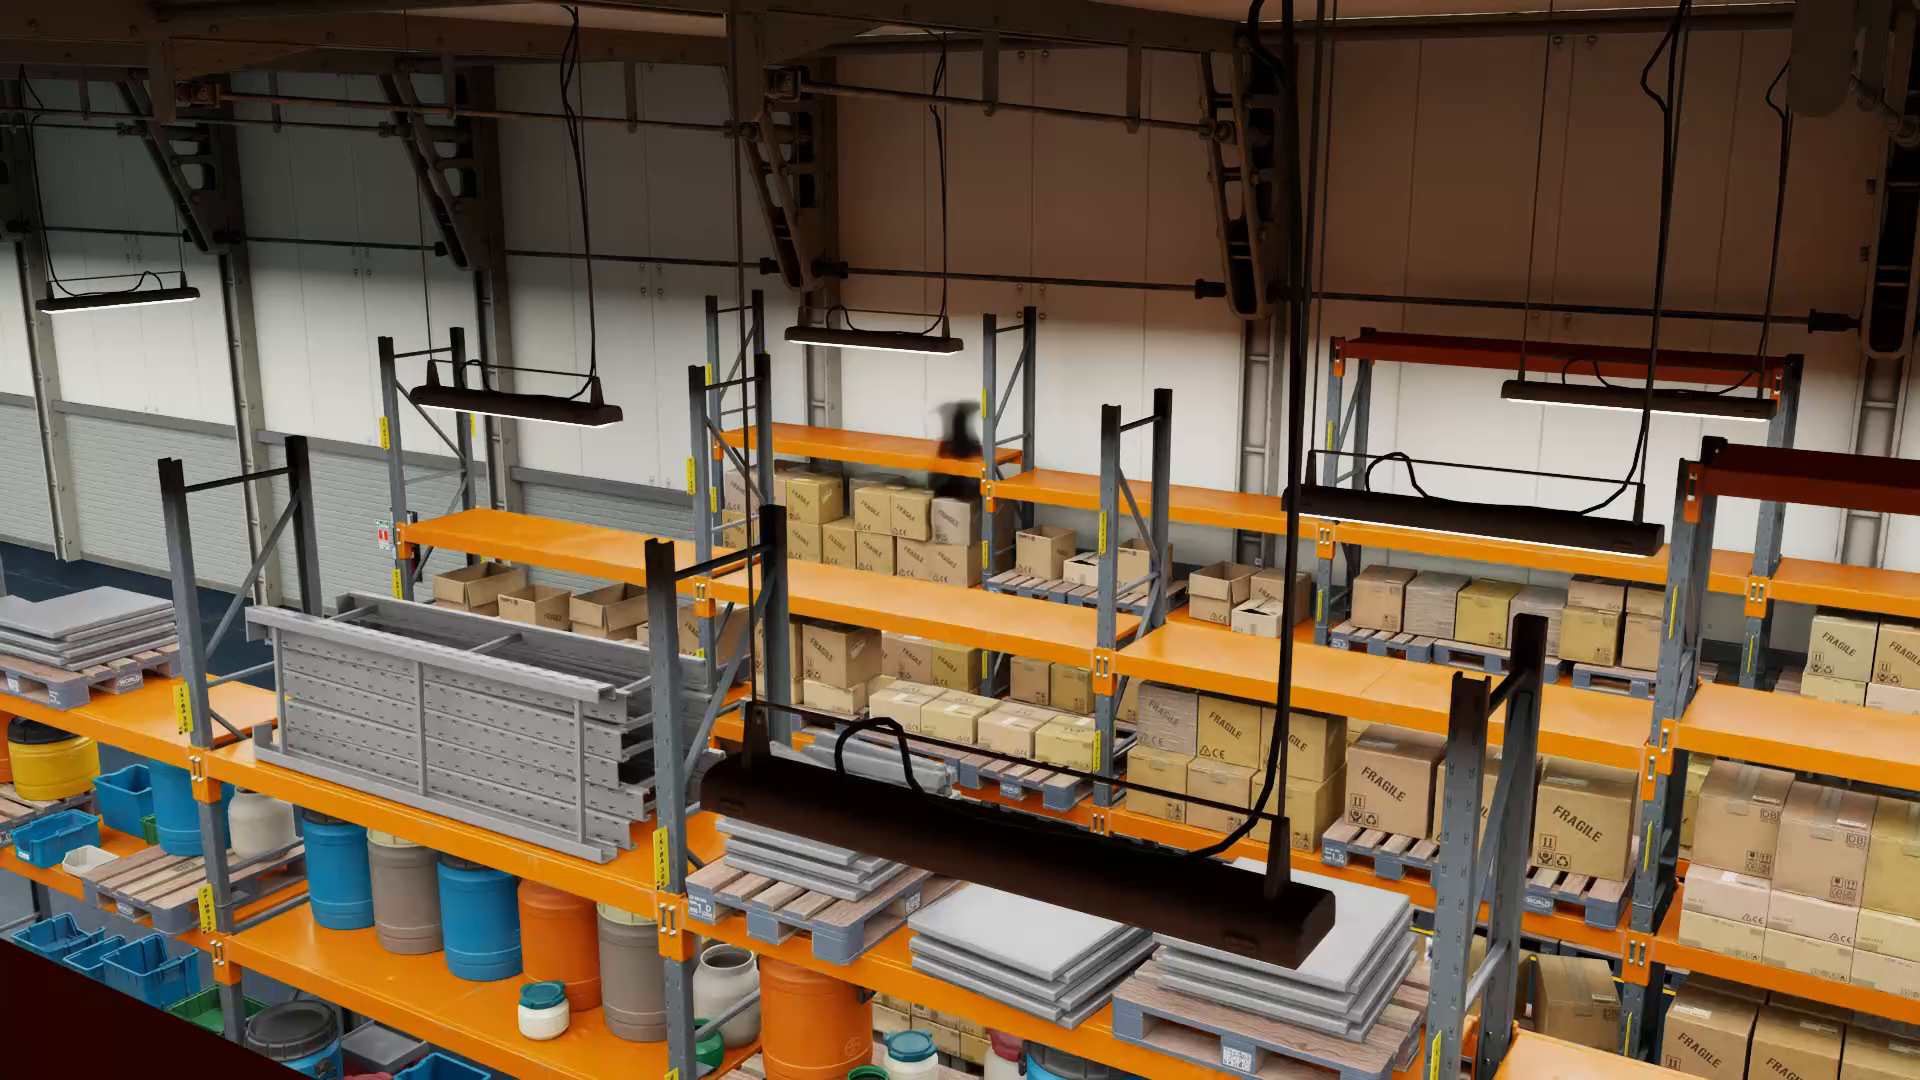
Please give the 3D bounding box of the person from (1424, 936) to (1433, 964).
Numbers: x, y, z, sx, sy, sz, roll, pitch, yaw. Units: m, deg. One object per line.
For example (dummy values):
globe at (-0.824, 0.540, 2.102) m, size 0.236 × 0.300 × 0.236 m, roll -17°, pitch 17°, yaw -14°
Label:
person at (3.922, 3.959, 14.226) m, size 0.629 × 1.428 × 0.925 m, roll -11°, pitch 18°, yaw -39°
